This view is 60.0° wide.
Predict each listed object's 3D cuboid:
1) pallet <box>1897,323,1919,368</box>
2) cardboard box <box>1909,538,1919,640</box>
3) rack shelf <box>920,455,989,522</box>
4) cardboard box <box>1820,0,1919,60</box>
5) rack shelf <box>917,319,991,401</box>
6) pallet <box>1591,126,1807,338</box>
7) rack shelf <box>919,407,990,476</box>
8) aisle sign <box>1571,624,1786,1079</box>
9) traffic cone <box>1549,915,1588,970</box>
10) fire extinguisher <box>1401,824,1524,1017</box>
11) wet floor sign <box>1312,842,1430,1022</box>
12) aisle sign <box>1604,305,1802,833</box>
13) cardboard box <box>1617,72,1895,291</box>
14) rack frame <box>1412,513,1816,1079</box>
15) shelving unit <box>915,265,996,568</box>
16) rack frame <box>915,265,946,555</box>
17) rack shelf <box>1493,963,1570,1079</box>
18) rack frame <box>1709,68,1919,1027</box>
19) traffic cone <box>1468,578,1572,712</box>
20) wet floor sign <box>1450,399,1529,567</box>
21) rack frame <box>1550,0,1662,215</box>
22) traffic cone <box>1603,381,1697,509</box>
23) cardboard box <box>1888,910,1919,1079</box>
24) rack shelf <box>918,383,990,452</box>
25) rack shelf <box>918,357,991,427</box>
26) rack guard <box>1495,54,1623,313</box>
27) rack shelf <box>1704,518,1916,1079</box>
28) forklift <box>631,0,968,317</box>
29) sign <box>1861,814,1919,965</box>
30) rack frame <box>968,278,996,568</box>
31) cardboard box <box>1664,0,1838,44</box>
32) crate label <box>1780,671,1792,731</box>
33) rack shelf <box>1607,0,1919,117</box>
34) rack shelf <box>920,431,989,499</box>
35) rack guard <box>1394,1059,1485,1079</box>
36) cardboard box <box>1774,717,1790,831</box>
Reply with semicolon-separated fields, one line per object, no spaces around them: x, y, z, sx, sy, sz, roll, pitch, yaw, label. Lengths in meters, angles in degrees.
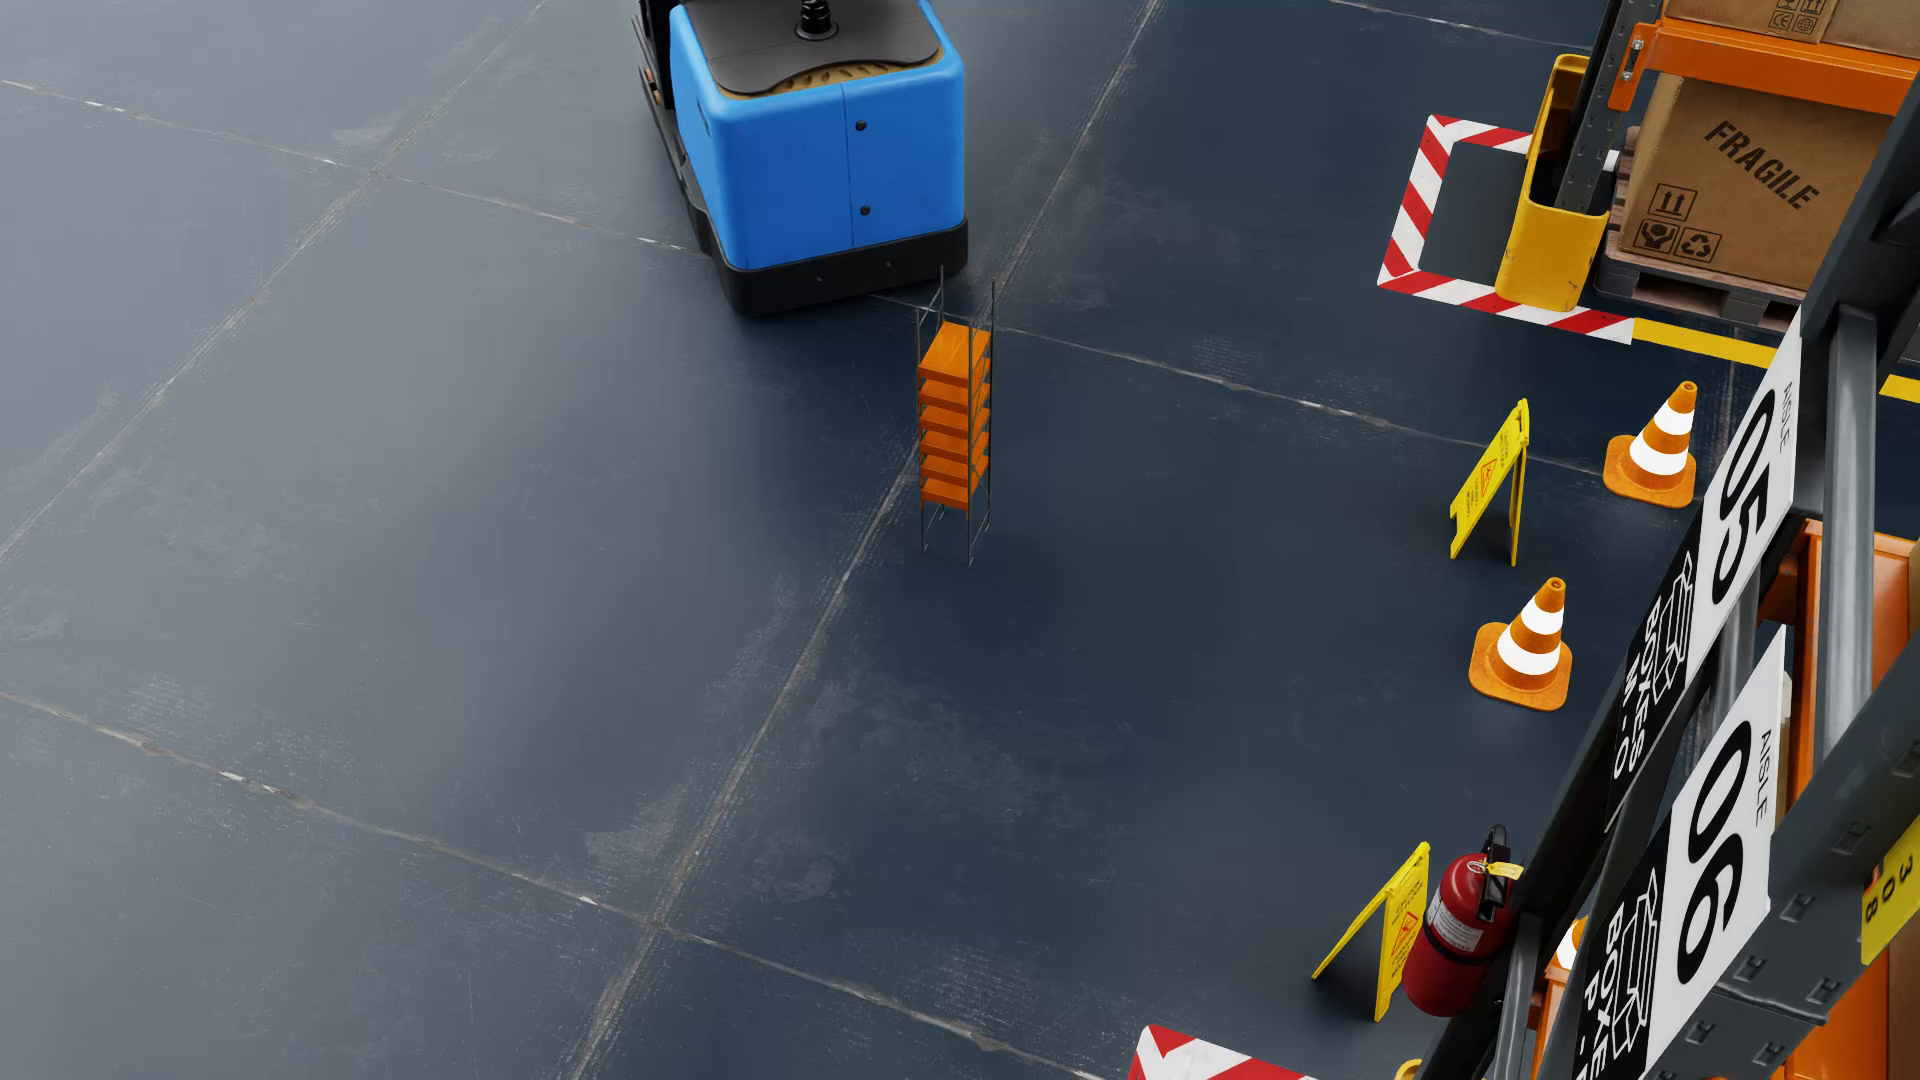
4.596;-1.003;6.980;1.213;0.211;1.003;16;51;13;pallet
1.489;0.139;2.326;0.250;0.149;0.380;16;51;13;cardboard box
-0.014;-0.210;6.015;0.180;0.103;0.258;16;51;13;rack shelf
3.566;-2.247;6.113;0.550;0.550;0.875;16;51;13;cardboard box
-0.014;-0.603;5.561;0.180;0.103;0.258;16;51;13;rack shelf
3.456;-1.324;7.258;1.213;0.211;1.003;16;51;13;pallet
-0.014;-0.368;5.833;0.180;0.103;0.258;16;51;13;rack shelf
0.892;0.496;2.115;0.004;0.787;0.394;16;51;13;aisle sign
1.908;1.173;4.927;0.334;0.463;0.336;16;51;13;traffic cone
1.110;0.813;3.612;0.183;0.674;0.296;16;51;13;fire extinguisher
1.250;1.107;4.864;0.232;0.644;0.267;33;57;25;wet floor sign
1.100;0.071;2.483;0.004;0.787;0.394;16;51;13;aisle sign
3.337;-1.702;6.868;0.875;0.875;0.875;16;51;13;cardboard box
1.058;1.144;3.274;0.127;3.000;1.000;16;51;13;rack frame
-0.014;-0.397;5.800;0.189;1.200;0.258;16;51;13;shelving unit
-0.099;-0.421;5.821;0.006;1.200;0.240;16;51;13;rack frame
2.934;1.903;3.091;4.000;0.370;1.077;16;51;13;rack shelf
1.058;-0.821;1.006;0.127;3.000;1.000;16;51;13;rack frame
1.974;0.297;5.686;0.334;0.463;0.336;16;51;13;traffic cone
1.965;-0.224;6.017;0.232;0.644;0.267;8;50;7;wet floor sign
2.678;-2.391;6.338;0.127;3.000;1.000;16;51;13;rack frame
2.684;-0.415;6.303;0.334;0.463;0.336;16;51;13;traffic cone
1.256;0.561;1.960;0.250;0.149;0.380;16;51;13;cardboard box
-0.014;-0.446;5.743;0.180;0.103;0.258;16;51;13;rack shelf
-0.014;-0.525;5.652;0.180;0.103;0.258;16;51;13;rack shelf
2.656;-1.579;7.288;0.348;0.500;1.175;16;51;13;rack guard
2.934;0.921;1.958;4.000;0.370;1.077;16;51;13;rack shelf
-0.914;-3.037;6.943;1.130;2.935;3.031;-14;51;-12;forklift
0.870;0.260;1.476;0.005;0.325;0.100;16;51;13;sign
0.072;-0.373;5.779;0.006;1.200;0.240;16;51;13;rack frame
3.042;-2.375;6.225;0.550;0.550;0.875;16;51;13;cardboard box
2.733;0.566;5.669;0.298;0.136;0.250;-7;49;-6;crate label
4.555;-1.632;6.155;4.000;0.370;1.077;16;51;13;rack shelf
-0.014;-0.289;5.924;0.180;0.103;0.258;16;51;13;rack shelf
1.129;1.983;4.201;0.348;0.500;1.175;16;51;13;rack guard
1.613;0.665;2.764;0.500;0.500;0.700;14;51;12;cardboard box
